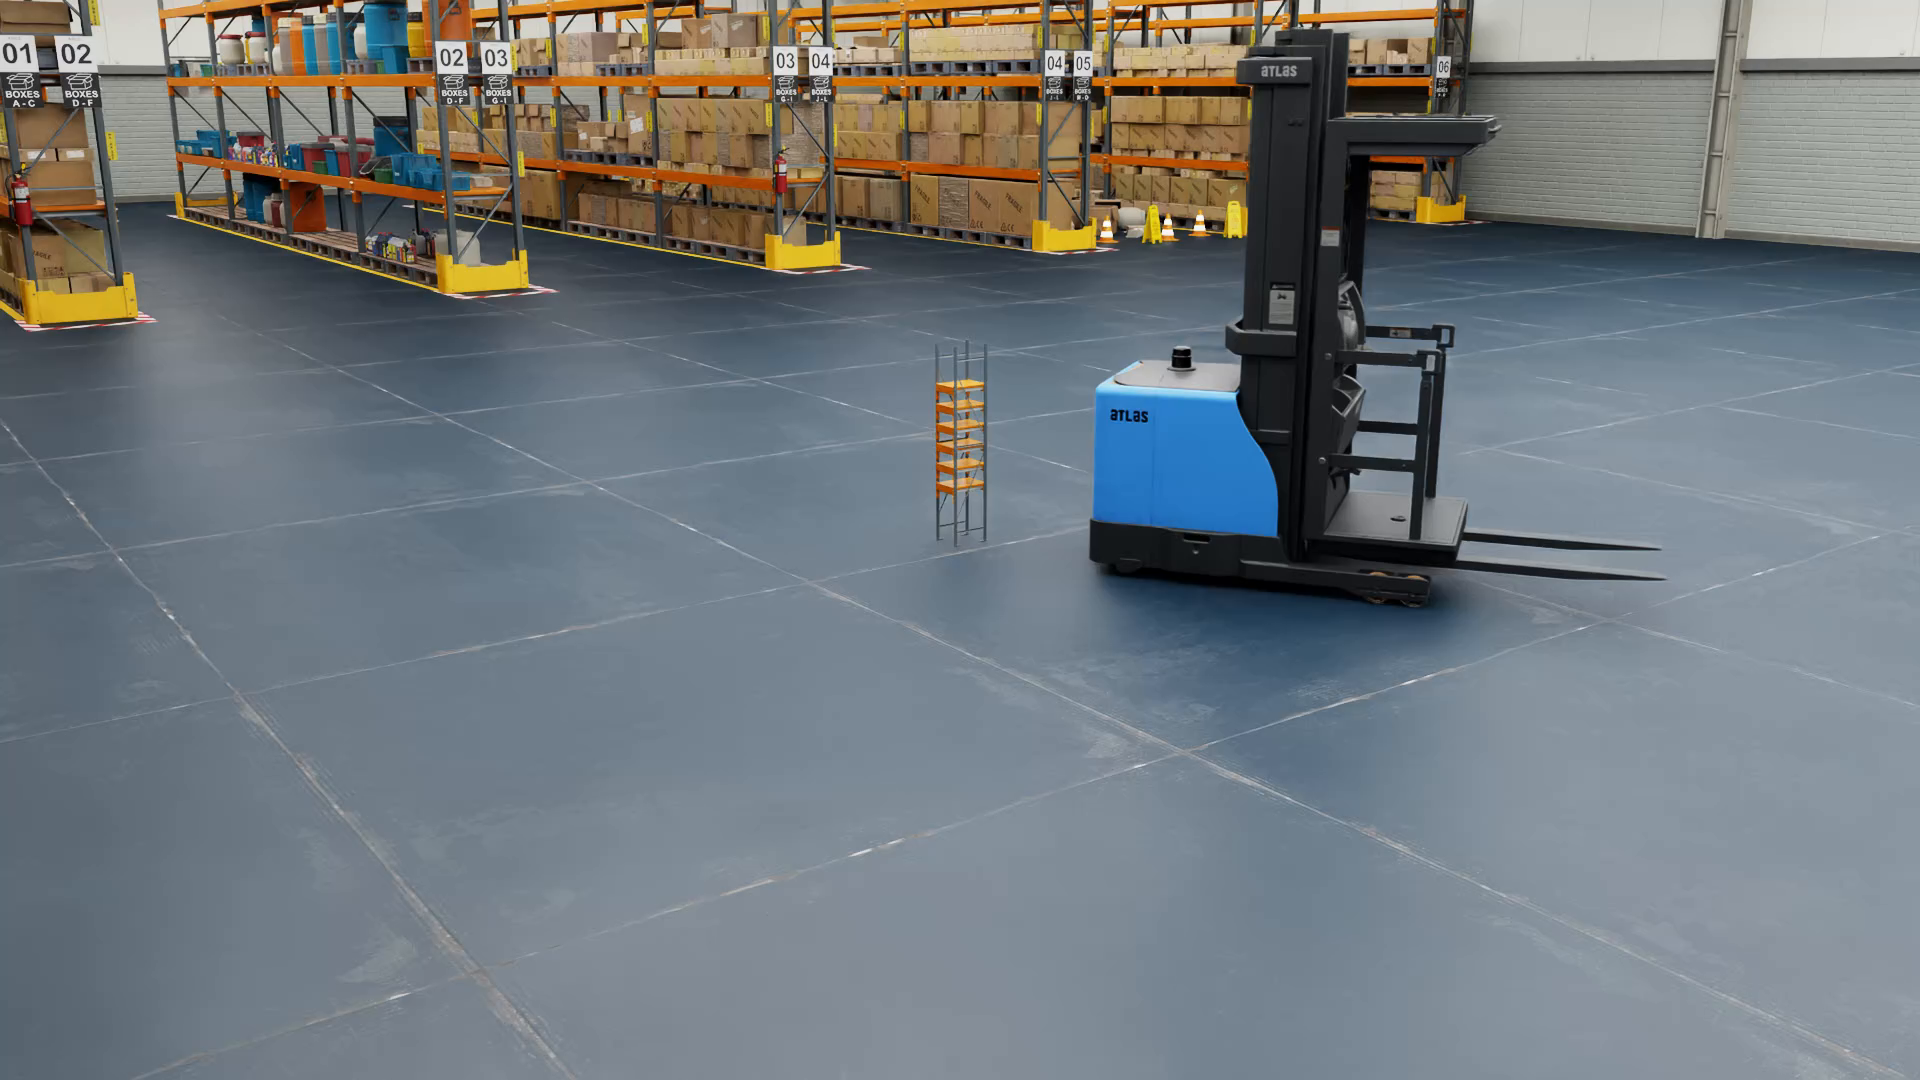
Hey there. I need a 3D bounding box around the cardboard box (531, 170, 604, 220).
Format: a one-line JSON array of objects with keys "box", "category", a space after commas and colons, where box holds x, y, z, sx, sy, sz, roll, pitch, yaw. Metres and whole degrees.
[{"box": [-7.426, -6.627, 31.838, 1.225, 0.875, 0.875, -12, 19, -37], "category": "cardboard box"}]

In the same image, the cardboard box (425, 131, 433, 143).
[{"box": [-11.366, -8.824, 36.355, 0.500, 0.250, 0.500, -11, 19, -35], "category": "cardboard box"}]

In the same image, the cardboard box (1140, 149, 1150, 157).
[{"box": [3.745, -7.589, 32.597, 0.380, 0.149, 0.250, -10, 18, -33], "category": "cardboard box"}]

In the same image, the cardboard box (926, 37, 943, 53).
[{"box": [-0.255, -8.707, 29.259, 0.500, 0.250, 0.500, -11, 19, -35], "category": "cardboard box"}]

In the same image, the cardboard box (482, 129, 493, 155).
[{"box": [-9.321, -8.064, 33.669, 0.500, 0.500, 0.500, -11, 19, -34], "category": "cardboard box"}]

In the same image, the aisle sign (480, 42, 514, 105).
[{"box": [-6.061, -6.106, 21.779, 0.394, 0.787, 0.004, -11, 19, -35], "category": "aisle sign"}]

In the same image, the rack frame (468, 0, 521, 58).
[{"box": [-9.389, -11.047, 33.391, 1.000, 3.000, 0.127, -11, 19, -35], "category": "rack frame"}]

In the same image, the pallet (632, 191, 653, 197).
[{"box": [-7.176, -8.216, 39.693, 1.003, 0.211, 1.213, -11, 19, -35], "category": "pallet"}]

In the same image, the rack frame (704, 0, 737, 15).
[{"box": [-5.318, -11.795, 36.125, 1.000, 3.000, 0.127, -11, 19, -35], "category": "rack frame"}]

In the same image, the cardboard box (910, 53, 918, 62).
[{"box": [-0.675, -8.639, 29.768, 0.380, 0.149, 0.250, -11, 19, -35], "category": "cardboard box"}]

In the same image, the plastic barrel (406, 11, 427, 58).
[{"box": [-7.113, -6.786, 22.353, 0.600, 0.588, 0.600, 0, 15, 0], "category": "plastic barrel"}]

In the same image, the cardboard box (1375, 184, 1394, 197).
[{"box": [8.870, -7.182, 34.101, 0.500, 0.250, 0.500, -11, 19, -35], "category": "cardboard box"}]

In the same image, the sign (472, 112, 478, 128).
[{"box": [-9.837, -8.523, 33.743, 0.100, 0.325, 0.005, -11, 19, -35], "category": "sign"}]

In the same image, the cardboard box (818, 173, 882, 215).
[{"box": [-2.164, -6.835, 32.832, 1.050, 0.750, 0.750, -11, 19, -34], "category": "cardboard box"}]

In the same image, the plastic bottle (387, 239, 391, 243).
[{"box": [-8.325, -4.270, 24.329, 0.097, 0.271, 0.097, 0, 15, 0], "category": "plastic bottle"}]

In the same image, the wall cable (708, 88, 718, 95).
[{"box": [-7.059, -12.251, 47.172, 0.585, 1.953, 0.123, -11, 19, -35], "category": "wall cable"}]

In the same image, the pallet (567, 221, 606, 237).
[{"box": [-6.579, -5.787, 30.820, 1.003, 0.211, 1.213, -11, 19, -35], "category": "pallet"}]

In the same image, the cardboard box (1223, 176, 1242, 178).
[{"box": [5.107, -6.698, 31.860, 0.500, 0.500, 0.500, -12, 19, -37], "category": "cardboard box"}]

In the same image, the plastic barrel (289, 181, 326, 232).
[{"box": [-11.345, -5.788, 28.857, 0.600, 0.830, 0.708, -11, 19, -35], "category": "plastic barrel"}]

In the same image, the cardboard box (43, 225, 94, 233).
[{"box": [-11.084, -3.652, 20.731, 0.500, 0.500, 0.500, -11, 19, -35], "category": "cardboard box"}]

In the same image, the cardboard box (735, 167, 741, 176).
[{"box": [-3.251, -5.713, 25.743, 0.380, 0.149, 0.250, -11, 19, -35], "category": "cardboard box"}]

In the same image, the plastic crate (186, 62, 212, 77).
[{"box": [-14.694, -9.107, 32.211, 0.437, 0.282, 0.530, -11, 19, -35], "category": "plastic crate"}]

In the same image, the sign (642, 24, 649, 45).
[{"box": [-5.132, -8.244, 27.108, 0.100, 0.325, 0.005, -11, 19, -35], "category": "sign"}]

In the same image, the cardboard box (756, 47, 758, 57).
[{"box": [-2.807, -7.242, 24.702, 0.380, 0.149, 0.250, -12, 19, -36], "category": "cardboard box"}]

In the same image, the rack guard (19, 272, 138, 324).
[{"box": [-10.335, -2.843, 19.517, 1.175, 0.500, 0.348, -11, 19, -35], "category": "rack guard"}]

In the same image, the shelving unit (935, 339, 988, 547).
[{"box": [0.009, -0.576, 9.906, 0.258, 1.200, 0.189, -11, 19, -35], "category": "shelving unit"}]

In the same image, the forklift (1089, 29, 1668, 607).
[{"box": [2.305, -1.217, 8.972, 3.031, 2.935, 1.130, 5, 16, 19], "category": "forklift"}]

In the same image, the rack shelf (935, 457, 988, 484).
[{"box": [0.009, -0.417, 9.950, 0.258, 0.103, 0.180, -11, 19, -35], "category": "rack shelf"}]

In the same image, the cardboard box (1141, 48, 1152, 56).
[{"box": [3.709, -9.406, 32.045, 0.380, 0.149, 0.250, -11, 19, -35], "category": "cardboard box"}]

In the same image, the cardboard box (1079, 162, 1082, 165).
[{"box": [3.193, -9.498, 41.807, 0.380, 0.149, 0.250, -11, 19, -35], "category": "cardboard box"}]

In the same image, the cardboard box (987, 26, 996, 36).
[{"box": [0.670, -8.536, 27.881, 0.380, 0.149, 0.250, -11, 19, -34], "category": "cardboard box"}]

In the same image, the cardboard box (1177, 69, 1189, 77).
[{"box": [4.307, -8.809, 31.371, 0.380, 0.149, 0.250, -11, 19, -35], "category": "cardboard box"}]

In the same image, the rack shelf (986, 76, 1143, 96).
[{"box": [2.155, -9.510, 34.821, 1.077, 0.370, 4.000, -11, 19, -35], "category": "rack shelf"}]

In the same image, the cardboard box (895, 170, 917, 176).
[{"box": [-0.944, -8.749, 39.590, 0.875, 0.875, 0.875, -10, 18, -33], "category": "cardboard box"}]

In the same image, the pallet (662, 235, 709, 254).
[{"box": [-4.262, -4.962, 27.806, 1.003, 0.211, 1.213, -11, 19, -35], "category": "pallet"}]

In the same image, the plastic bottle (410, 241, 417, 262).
[{"box": [-7.815, -4.123, 23.770, 0.061, 0.283, 0.133, -11, 19, -35], "category": "plastic bottle"}]

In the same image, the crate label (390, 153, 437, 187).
[{"box": [-7.641, -5.190, 23.290, 0.502, 0.435, 0.616, -11, 19, -35], "category": "crate label"}]

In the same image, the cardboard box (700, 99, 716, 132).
[{"box": [-3.735, -6.665, 26.099, 0.500, 0.500, 0.500, -11, 19, -35], "category": "cardboard box"}]

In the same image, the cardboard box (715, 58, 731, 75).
[{"box": [-3.413, -7.246, 25.469, 0.500, 0.250, 0.500, -10, 18, -33], "category": "cardboard box"}]

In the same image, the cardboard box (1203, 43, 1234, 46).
[{"box": [5.819, -10.945, 37.525, 0.500, 0.500, 0.500, -10, 18, -33], "category": "cardboard box"}]

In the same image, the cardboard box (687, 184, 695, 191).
[{"box": [-5.929, -7.946, 37.469, 0.380, 0.149, 0.250, -12, 19, -37], "category": "cardboard box"}]

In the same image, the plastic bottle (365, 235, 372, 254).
[{"box": [-8.859, -4.436, 24.938, 0.097, 0.271, 0.097, 0, 15, 0], "category": "plastic bottle"}]

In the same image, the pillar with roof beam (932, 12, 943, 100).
[{"box": [-4.051, -14.258, 45.123, 9.100, 9.000, 0.400, -11, 19, -35], "category": "pillar with roof beam"}]

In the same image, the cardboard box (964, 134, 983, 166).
[{"box": [0.569, -6.844, 29.114, 0.875, 0.550, 0.500, -11, 19, -35], "category": "cardboard box"}]

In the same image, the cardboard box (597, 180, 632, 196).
[{"box": [-6.299, -6.417, 30.322, 0.500, 0.250, 0.500, -8, 17, -28], "category": "cardboard box"}]

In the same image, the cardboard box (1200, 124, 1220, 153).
[{"box": [4.850, -7.502, 31.049, 0.500, 0.500, 0.500, -11, 19, -34], "category": "cardboard box"}]

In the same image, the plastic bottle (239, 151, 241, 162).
[{"box": [-13.113, -7.003, 30.356, 0.097, 0.201, 0.097, 0, 15, 0], "category": "plastic bottle"}]

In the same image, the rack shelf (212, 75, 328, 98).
[{"box": [-12.220, -8.057, 29.513, 1.077, 0.370, 4.000, -11, 19, -35], "category": "rack shelf"}]

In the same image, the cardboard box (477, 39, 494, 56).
[{"box": [-9.898, -10.057, 34.282, 0.700, 0.500, 0.500, -12, 20, -38], "category": "cardboard box"}]

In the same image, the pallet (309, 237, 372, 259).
[{"box": [-9.906, -4.754, 27.044, 1.003, 0.211, 1.213, -11, 19, -35], "category": "pallet"}]

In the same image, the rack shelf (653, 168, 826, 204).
[{"box": [-3.509, -5.671, 26.476, 1.077, 0.370, 4.000, -11, 19, -35], "category": "rack shelf"}]

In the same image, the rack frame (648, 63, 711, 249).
[{"box": [-4.685, -6.445, 27.942, 1.000, 3.000, 0.127, -11, 19, -35], "category": "rack frame"}]

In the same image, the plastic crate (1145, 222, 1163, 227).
[{"box": [3.590, -6.112, 32.257, 0.583, 0.080, 0.402, 10, 18, 33], "category": "plastic crate"}]
